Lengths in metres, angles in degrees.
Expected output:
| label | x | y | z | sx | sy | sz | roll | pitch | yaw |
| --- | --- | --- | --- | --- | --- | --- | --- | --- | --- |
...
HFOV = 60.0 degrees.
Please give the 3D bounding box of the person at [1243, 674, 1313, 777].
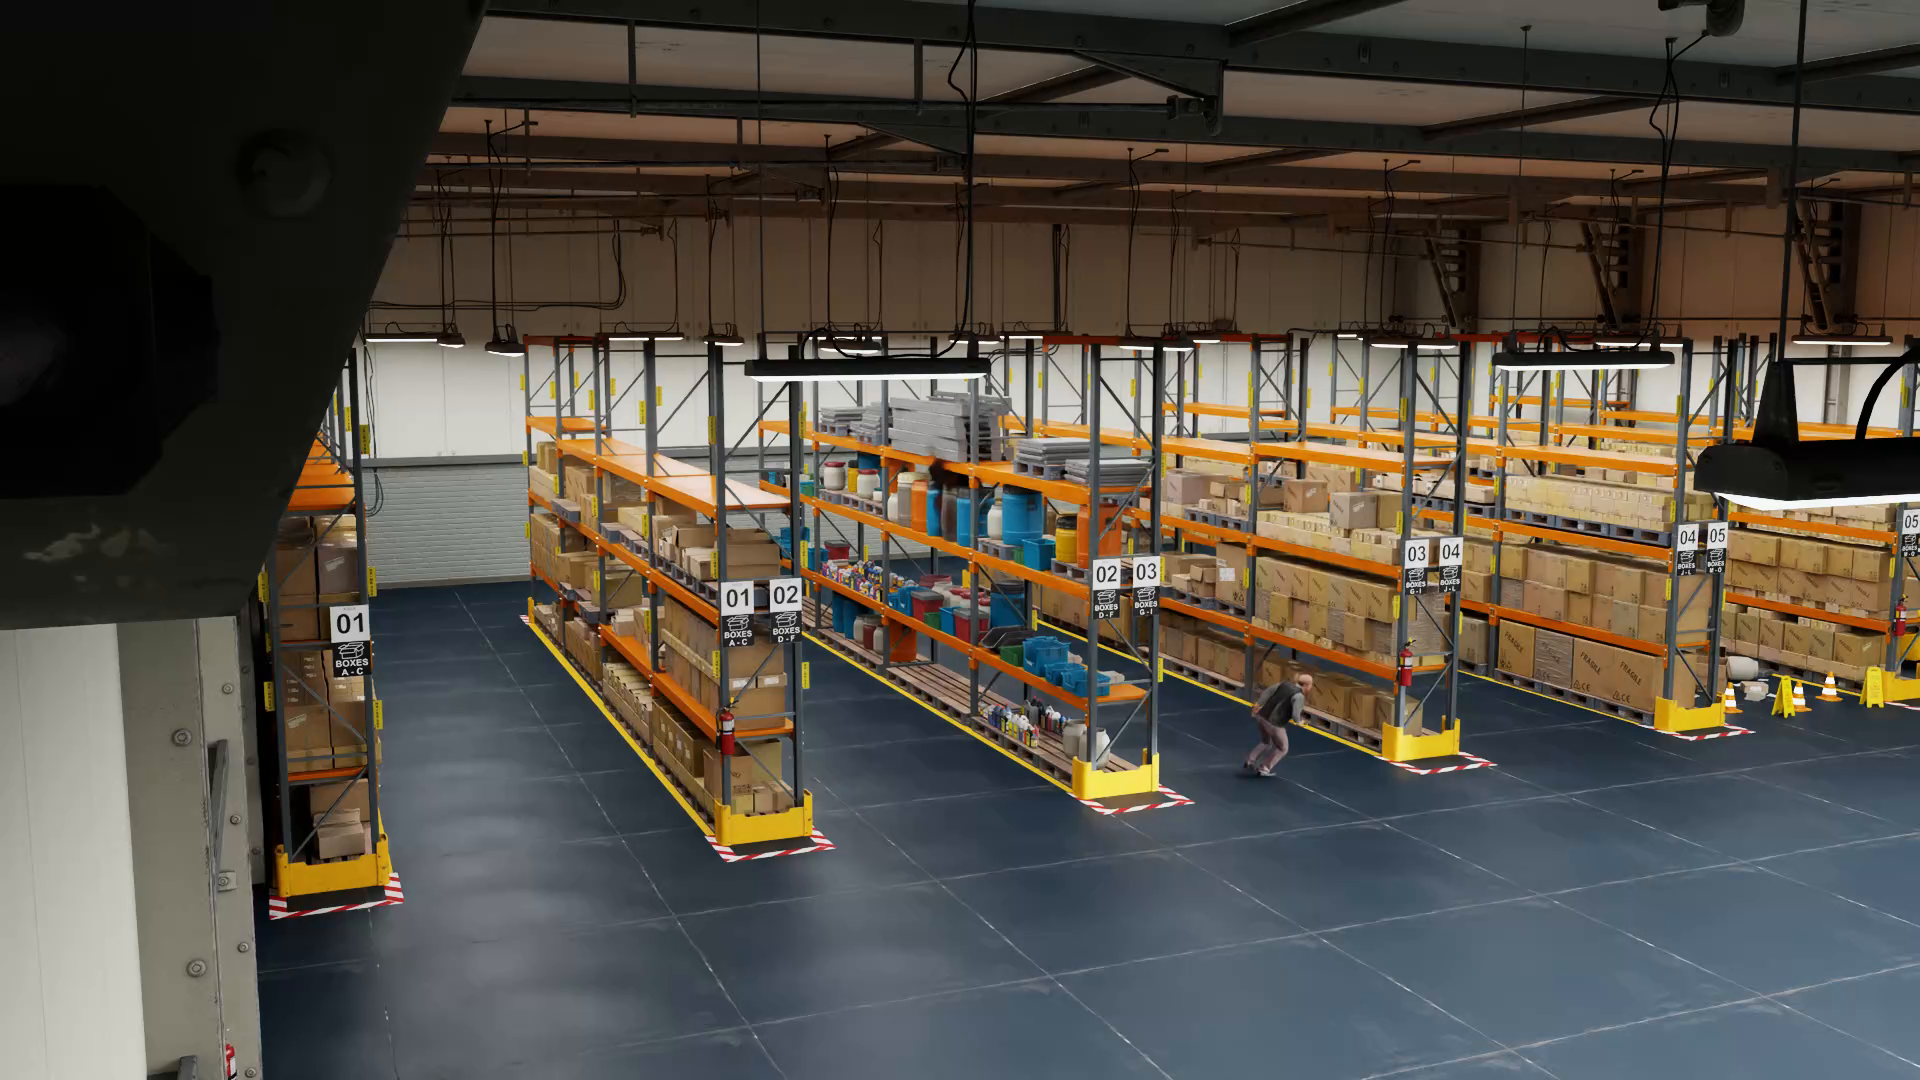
| label | x | y | z | sx | sy | sz | roll | pitch | yaw |
| --- | --- | --- | --- | --- | --- | --- | --- | --- | --- |
| person | 4.411 | 2.574 | 23.006 | 0.891 | 1.450 | 0.663 | -3 | 8 | -22 |
